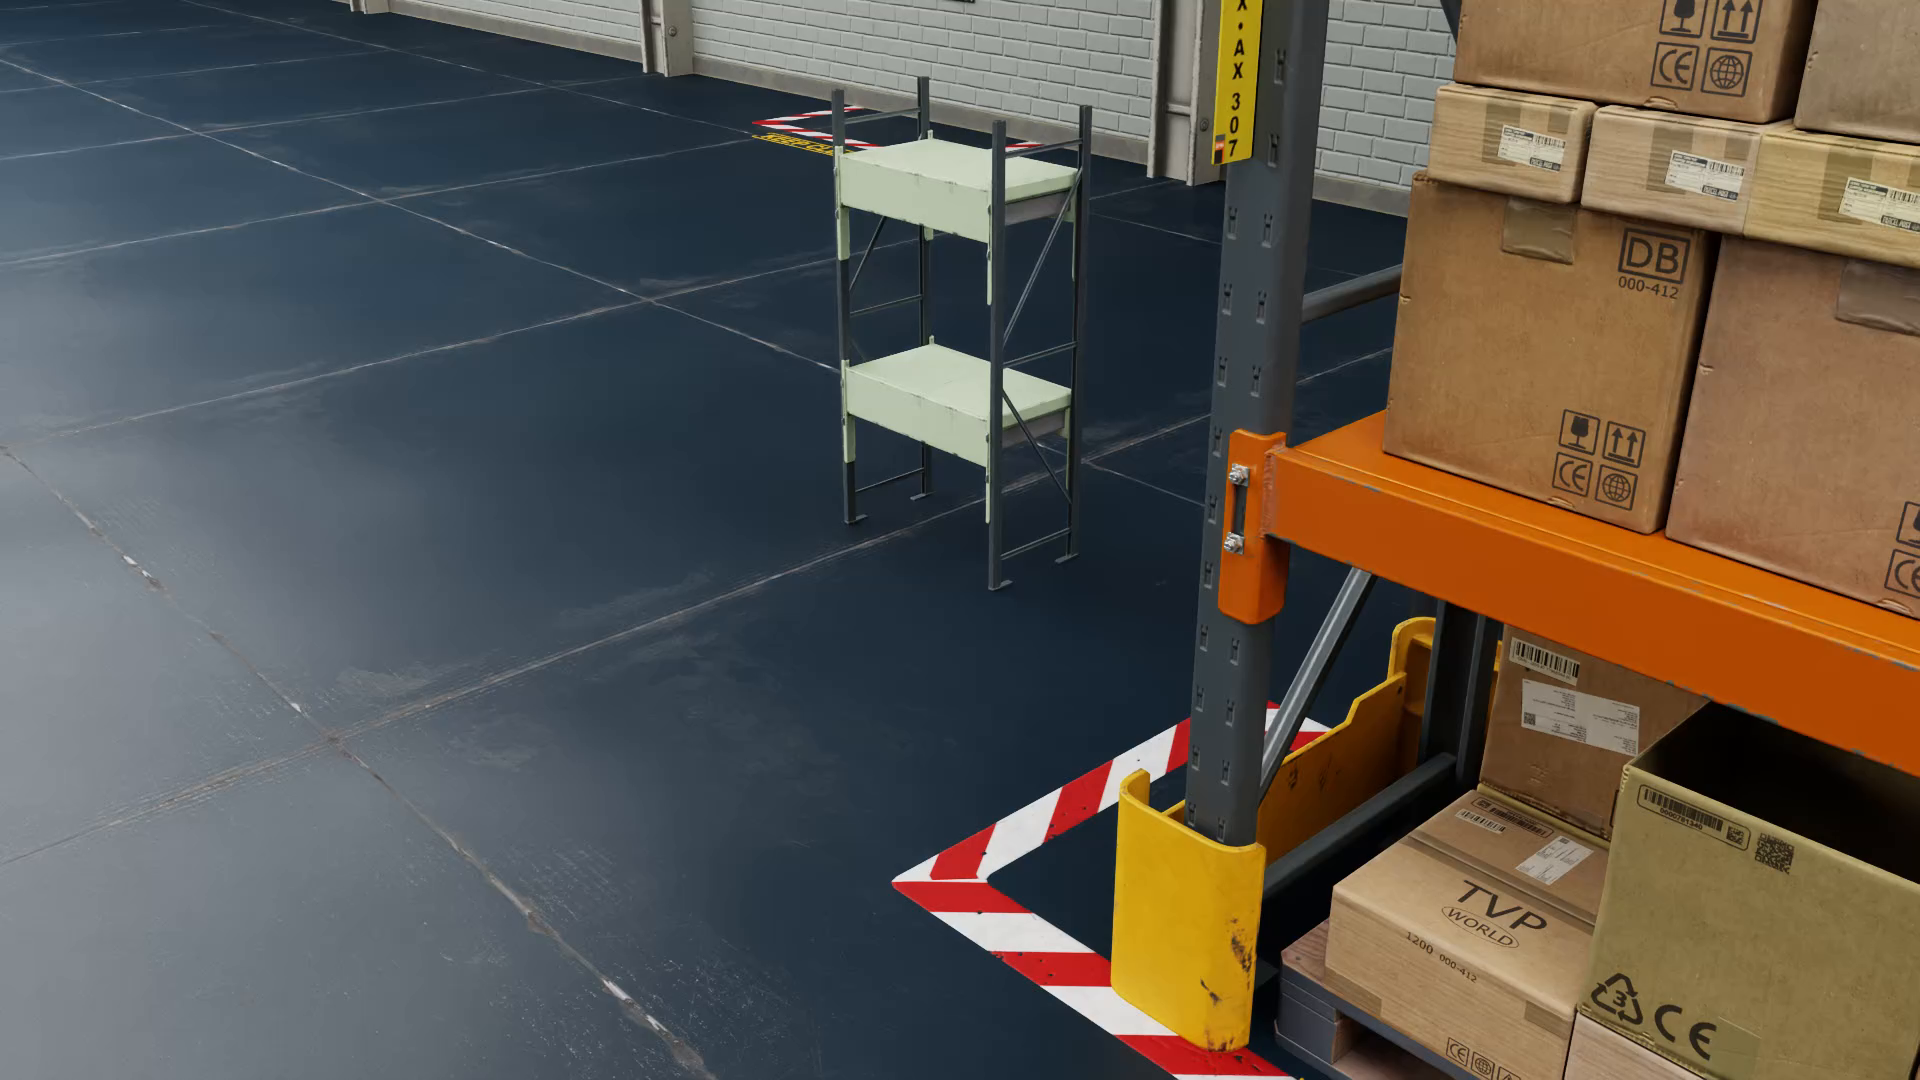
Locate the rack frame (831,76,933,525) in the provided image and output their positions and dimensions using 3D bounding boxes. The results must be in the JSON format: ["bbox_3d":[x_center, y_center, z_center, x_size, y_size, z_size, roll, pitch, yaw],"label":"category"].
[{"bbox_3d":[-0.255,-0.795,5.686,0.400,1.500,0.023,-21,32,-38],"label":"rack frame"}]

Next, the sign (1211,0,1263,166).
[{"bbox_3d":[0.453,-0.780,2.707,0.100,0.325,0.005,-21,32,-38],"label":"sign"}]

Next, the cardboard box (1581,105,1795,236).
[{"bbox_3d":[1.156,-0.587,2.520,0.380,0.149,0.250,-22,33,-40],"label":"cardboard box"}]

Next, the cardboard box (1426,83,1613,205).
[{"bbox_3d":[0.973,-0.666,2.694,0.380,0.149,0.250,-22,32,-39],"label":"cardboard box"}]

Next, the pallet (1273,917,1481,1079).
[{"bbox_3d":[1.415,0.983,3.341,1.003,0.211,1.213,-21,32,-38],"label":"pallet"}]

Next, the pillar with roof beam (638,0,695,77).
[{"bbox_3d":[-5.759,-7.089,10.447,9.100,9.000,0.400,-21,32,-38],"label":"pillar with roof beam"}]

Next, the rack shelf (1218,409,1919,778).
[{"bbox_3d":[2.229,0.428,2.065,1.077,0.370,4.000,-21,32,-38],"label":"rack shelf"}]

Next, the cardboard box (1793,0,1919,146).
[{"bbox_3d":[1.572,-0.822,2.255,0.700,0.500,0.500,-22,33,-40],"label":"cardboard box"}]

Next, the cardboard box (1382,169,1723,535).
[{"bbox_3d":[1.172,-0.406,2.905,0.700,0.500,0.500,-21,32,-38],"label":"cardboard box"}]

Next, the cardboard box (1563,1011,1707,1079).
[{"bbox_3d":[1.411,0.931,2.903,0.500,0.250,0.500,-21,32,-38],"label":"cardboard box"}]

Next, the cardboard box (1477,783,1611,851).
[{"bbox_3d":[1.444,0.633,3.555,0.500,0.250,0.500,-21,32,-38],"label":"cardboard box"}]

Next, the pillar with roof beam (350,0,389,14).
[{"bbox_3d":[-9.860,-8.907,14.432,9.100,9.000,0.400,-21,32,-38],"label":"pillar with roof beam"}]

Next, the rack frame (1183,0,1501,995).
[{"bbox_3d":[0.862,-0.505,3.244,1.000,3.000,0.127,-21,32,-38],"label":"rack frame"}]

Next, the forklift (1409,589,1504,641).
[{"bbox_3d":[2.653,-0.617,3.572,1.130,2.935,3.031,-20,31,-37],"label":"forklift"}]

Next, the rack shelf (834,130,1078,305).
[{"bbox_3d":[-0.005,-1.039,5.281,0.431,0.370,0.720,-21,32,-38],"label":"rack shelf"}]

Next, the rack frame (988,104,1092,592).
[{"bbox_3d":[0.246,-0.573,5.200,0.400,1.500,0.023,-21,32,-38],"label":"rack frame"}]

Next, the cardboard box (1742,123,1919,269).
[{"bbox_3d":[1.325,-0.511,2.354,0.380,0.149,0.250,-21,32,-38],"label":"cardboard box"}]

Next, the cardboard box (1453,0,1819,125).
[{"bbox_3d":[1.208,-0.980,2.601,0.700,0.500,0.500,-21,32,-38],"label":"cardboard box"}]

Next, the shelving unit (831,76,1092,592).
[{"bbox_3d":[-0.005,-0.684,5.443,0.431,1.500,0.755,-21,32,-38],"label":"shelving unit"}]

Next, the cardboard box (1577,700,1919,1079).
[{"bbox_3d":[1.409,0.590,2.746,0.500,0.500,0.500,-21,32,-38],"label":"cardboard box"}]

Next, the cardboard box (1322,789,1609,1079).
[{"bbox_3d":[1.066,0.780,3.233,0.500,0.250,0.500,-21,32,-38],"label":"cardboard box"}]

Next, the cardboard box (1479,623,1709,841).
[{"bbox_3d":[1.446,0.291,3.401,0.500,0.500,0.500,-21,32,-38],"label":"cardboard box"}]

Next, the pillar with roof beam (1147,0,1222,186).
[{"bbox_3d":[-1.658,-5.271,6.462,9.100,9.000,0.400,-21,32,-38],"label":"pillar with roof beam"}]

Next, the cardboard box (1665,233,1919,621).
[{"bbox_3d":[1.534,-0.248,2.559,0.700,0.500,0.500,-20,31,-37],"label":"cardboard box"}]

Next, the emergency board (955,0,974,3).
[{"bbox_3d":[-0.169,-4.530,12.066,0.157,1.169,0.626,-21,32,-38],"label":"emergency board"}]

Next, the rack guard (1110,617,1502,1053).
[{"bbox_3d":[0.846,0.625,3.779,1.175,0.500,0.348,-21,32,-38],"label":"rack guard"}]

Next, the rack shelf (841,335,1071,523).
[{"bbox_3d":[-0.005,-0.388,5.578,0.431,0.370,0.720,-21,32,-38],"label":"rack shelf"}]
